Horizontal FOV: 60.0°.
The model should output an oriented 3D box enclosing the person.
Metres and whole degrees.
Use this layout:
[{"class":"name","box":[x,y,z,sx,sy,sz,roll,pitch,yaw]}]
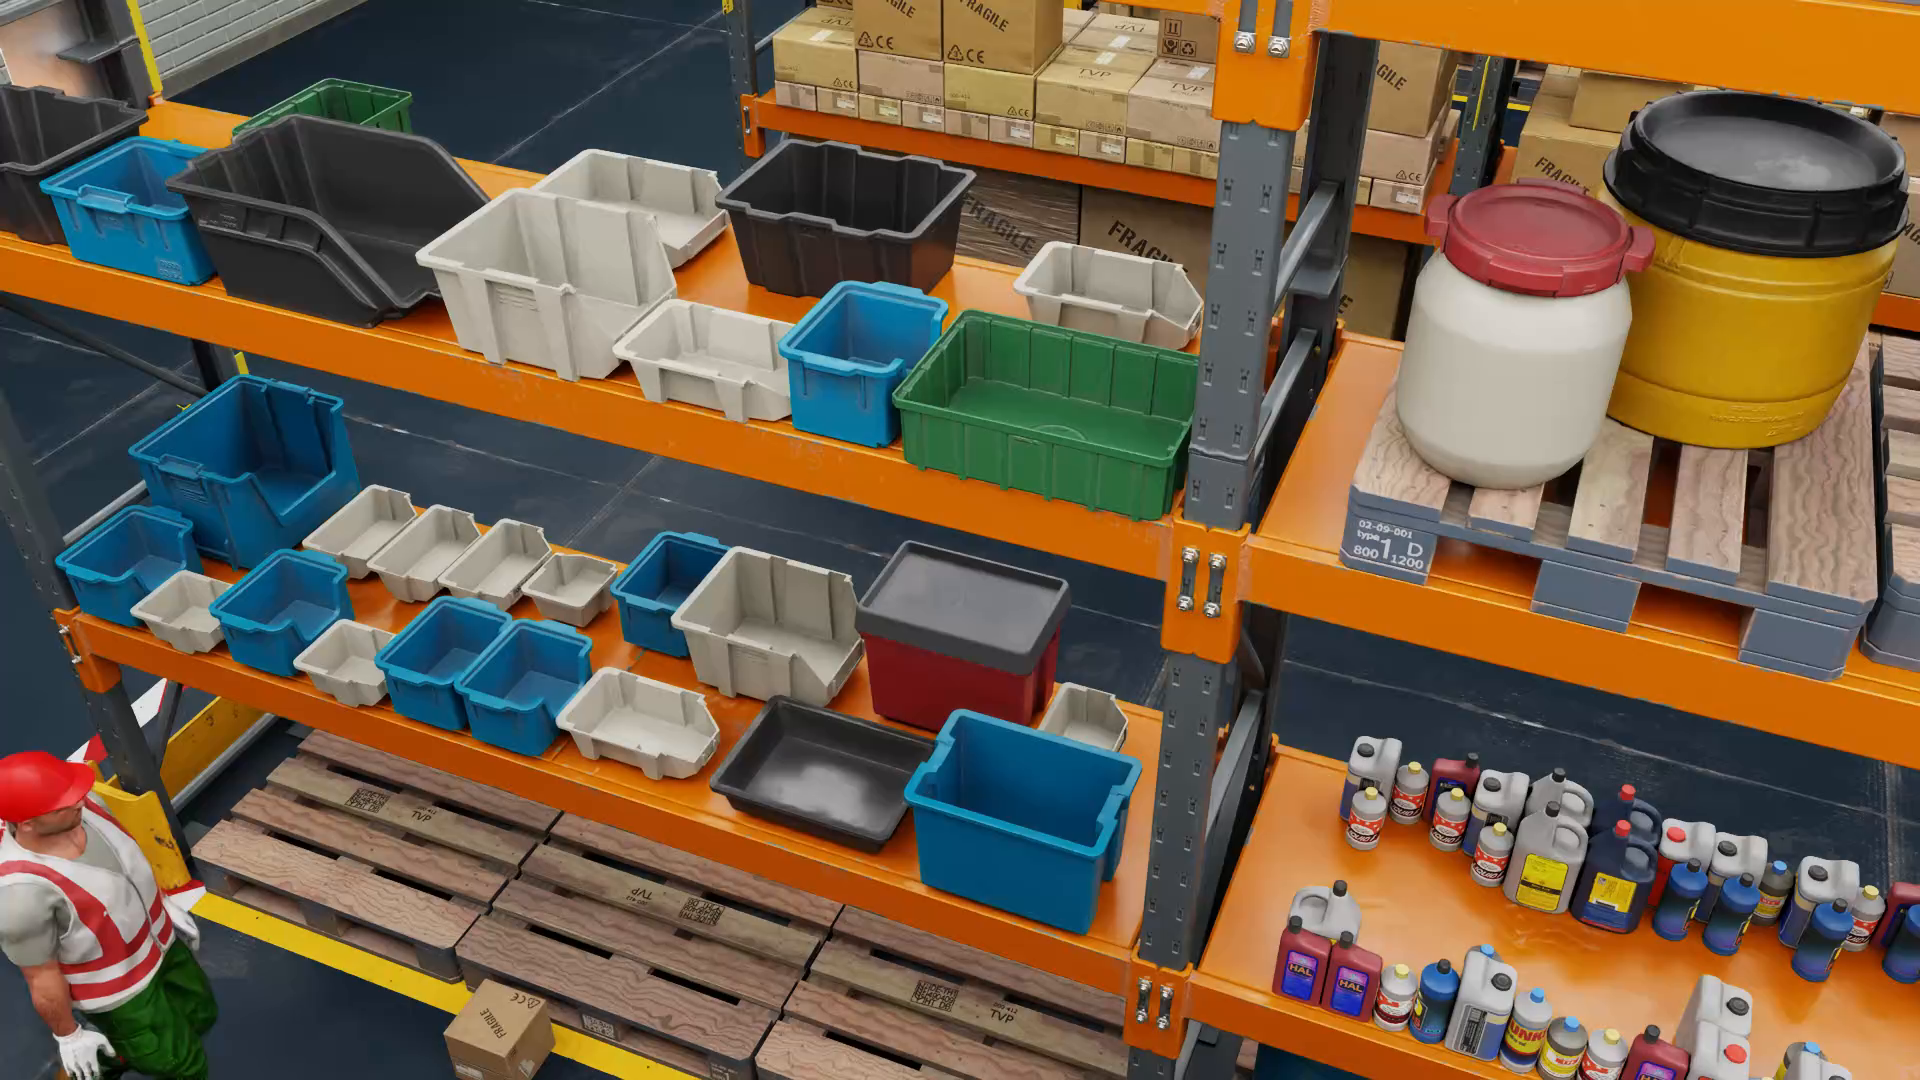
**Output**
[{"class":"person","box":[-2.603,1.311,5.059,0.715,1.768,0.591,-4,37,-5]}]
